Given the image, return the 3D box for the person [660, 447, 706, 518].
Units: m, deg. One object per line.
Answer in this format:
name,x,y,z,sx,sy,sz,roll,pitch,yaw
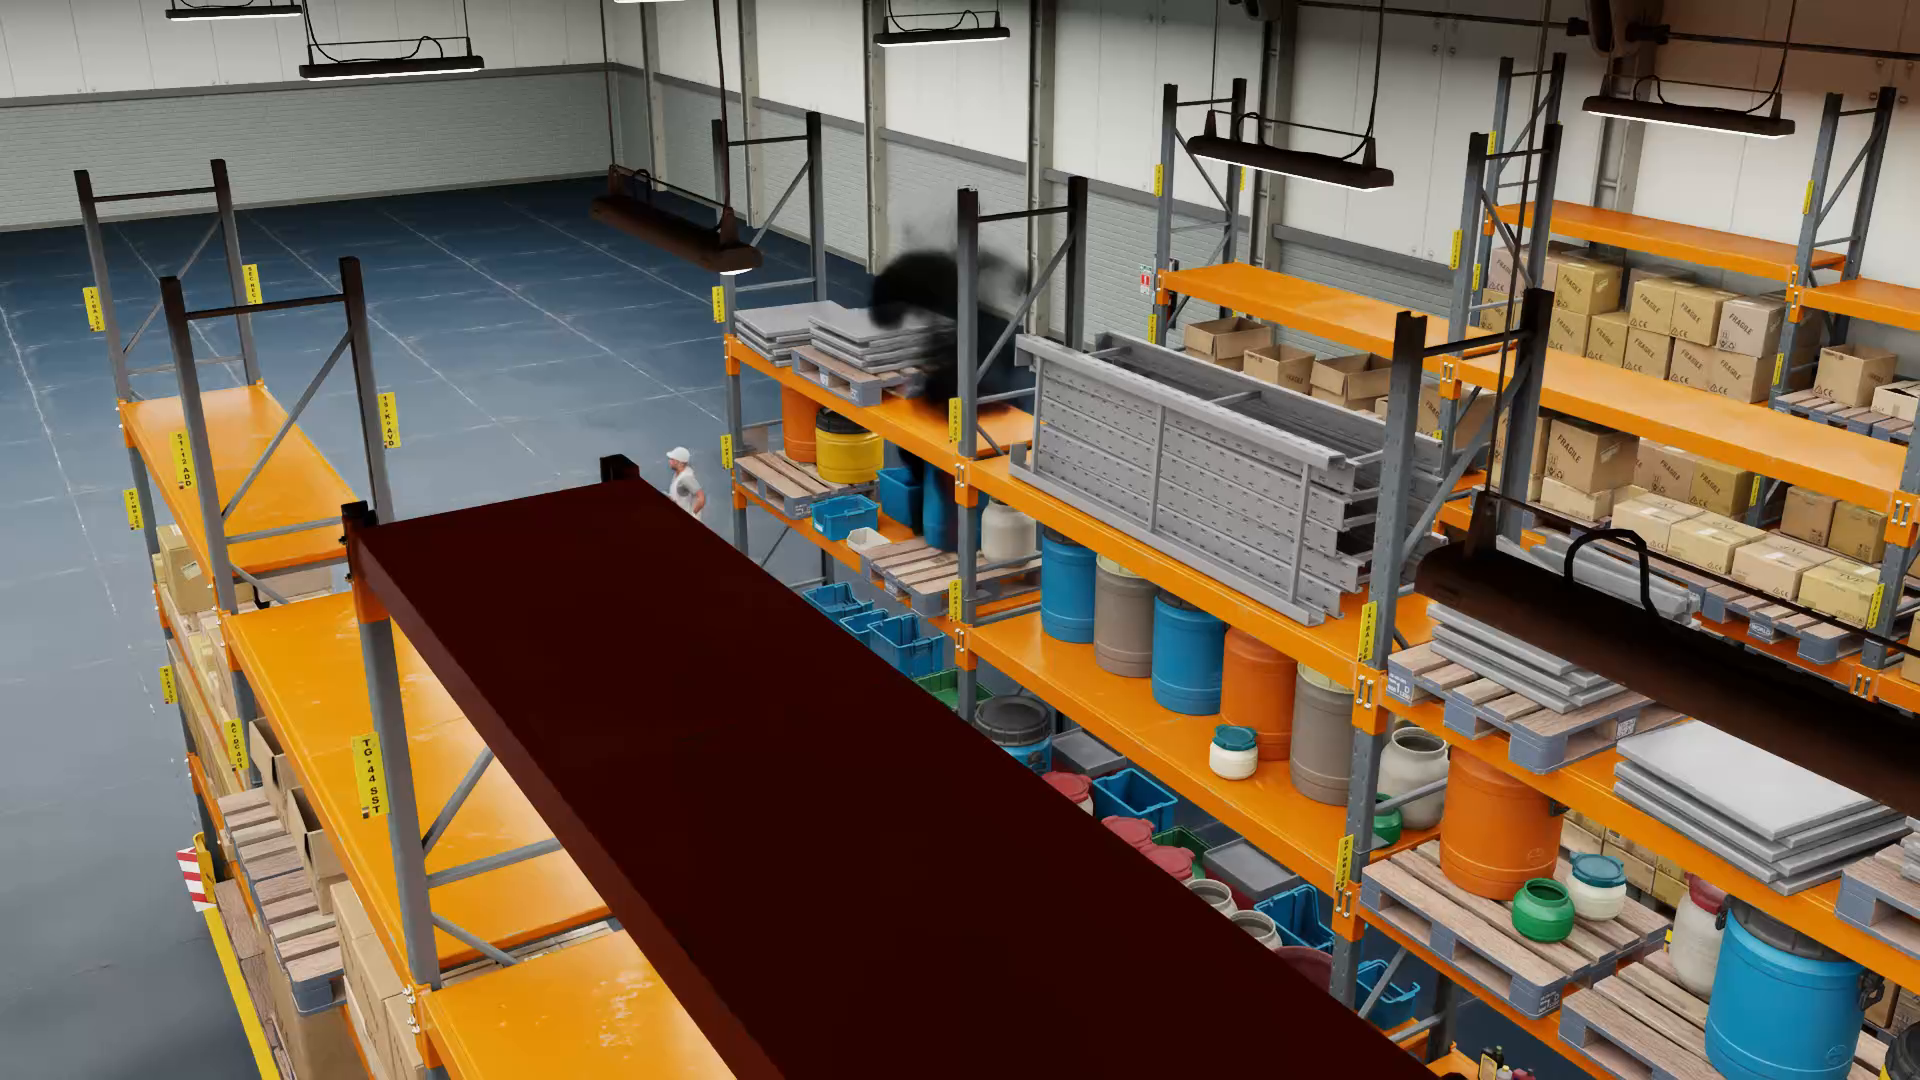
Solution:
person,-3.194,-0.200,19.519,0.781,1.863,0.683,-2,22,-6
